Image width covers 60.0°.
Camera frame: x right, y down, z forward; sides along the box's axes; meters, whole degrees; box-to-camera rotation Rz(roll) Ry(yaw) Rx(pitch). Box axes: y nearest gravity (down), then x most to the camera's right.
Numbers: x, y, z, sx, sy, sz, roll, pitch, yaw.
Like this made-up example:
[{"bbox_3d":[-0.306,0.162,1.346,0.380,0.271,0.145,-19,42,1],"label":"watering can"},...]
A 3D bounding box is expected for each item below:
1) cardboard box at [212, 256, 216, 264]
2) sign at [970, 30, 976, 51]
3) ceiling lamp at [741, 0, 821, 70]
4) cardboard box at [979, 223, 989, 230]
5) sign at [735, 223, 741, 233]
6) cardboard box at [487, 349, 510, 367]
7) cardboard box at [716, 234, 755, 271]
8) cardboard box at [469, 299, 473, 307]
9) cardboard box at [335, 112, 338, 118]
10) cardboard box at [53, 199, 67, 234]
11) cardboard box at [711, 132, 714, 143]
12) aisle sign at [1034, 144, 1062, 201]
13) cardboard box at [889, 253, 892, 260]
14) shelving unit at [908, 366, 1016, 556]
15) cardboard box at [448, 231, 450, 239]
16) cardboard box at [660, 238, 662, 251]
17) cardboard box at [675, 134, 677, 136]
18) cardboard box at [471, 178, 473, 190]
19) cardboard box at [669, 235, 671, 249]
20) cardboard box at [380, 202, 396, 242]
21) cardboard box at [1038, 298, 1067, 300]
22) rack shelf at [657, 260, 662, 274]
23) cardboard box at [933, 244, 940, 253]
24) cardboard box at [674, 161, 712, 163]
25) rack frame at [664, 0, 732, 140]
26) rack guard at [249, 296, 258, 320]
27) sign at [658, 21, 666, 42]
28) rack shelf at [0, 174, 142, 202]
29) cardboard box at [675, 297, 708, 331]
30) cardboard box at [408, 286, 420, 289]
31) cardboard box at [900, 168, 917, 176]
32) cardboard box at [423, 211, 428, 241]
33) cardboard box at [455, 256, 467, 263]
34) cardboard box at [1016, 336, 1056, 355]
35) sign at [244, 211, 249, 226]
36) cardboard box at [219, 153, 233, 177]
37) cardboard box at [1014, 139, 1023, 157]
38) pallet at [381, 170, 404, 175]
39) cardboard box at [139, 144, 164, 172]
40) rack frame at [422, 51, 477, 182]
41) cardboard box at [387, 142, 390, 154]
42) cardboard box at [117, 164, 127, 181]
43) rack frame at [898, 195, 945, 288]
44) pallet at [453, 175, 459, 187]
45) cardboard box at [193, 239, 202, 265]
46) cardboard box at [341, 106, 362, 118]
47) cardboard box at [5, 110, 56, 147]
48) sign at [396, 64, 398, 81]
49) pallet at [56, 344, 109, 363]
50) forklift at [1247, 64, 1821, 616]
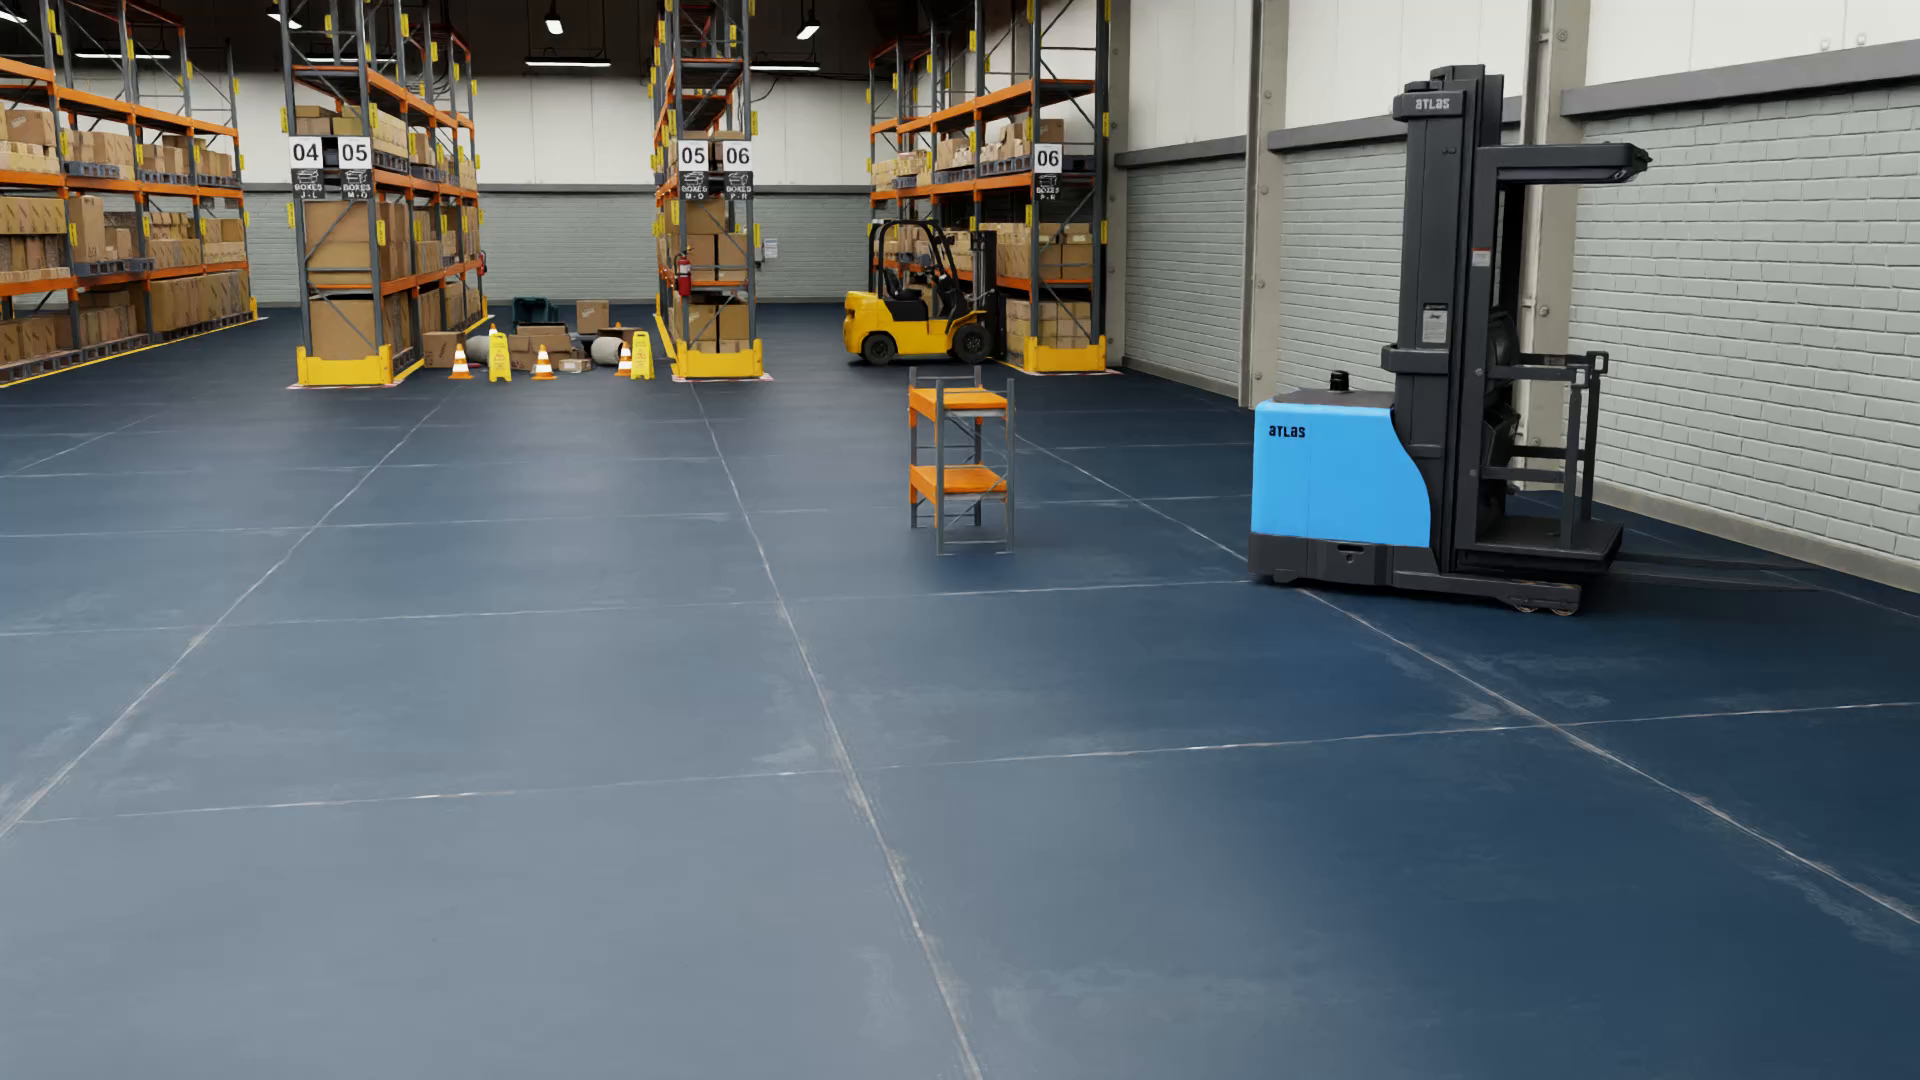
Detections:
[{"bbox_3d":[-15.236,-5.647,33.515,0.380,0.149,0.250,-2,11,-9],"label":"cardboard box"},{"bbox_3d":[0.213,-8.105,27.001,0.100,0.325,0.005,-2,11,-11],"label":"sign"},{"bbox_3d":[-4.396,-13.104,40.367,2.000,3.185,0.800,-2,11,-11],"label":"ceiling lamp"},{"bbox_3d":[0.514,-5.127,27.311,0.380,0.149,0.250,-2,11,-10],"label":"cardboard box"},{"bbox_3d":[-3.594,-4.947,26.850,0.100,0.325,0.005,-2,11,-11],"label":"sign"},{"bbox_3d":[-6.820,-2.711,24.728,0.396,0.266,0.258,0,11,-1],"label":"cardboard box"},{"bbox_3d":[-3.167,-4.059,23.438,0.500,0.500,0.500,-2,11,-12],"label":"cardboard box"},{"bbox_3d":[-10.560,-5.035,35.336,0.380,0.149,0.250,-2,11,-11],"label":"cardboard box"},{"bbox_3d":[-8.828,-5.848,23.028,0.380,0.149,0.250,-2,11,-12],"label":"cardboard box"},{"bbox_3d":[-13.488,-4.754,24.415,0.500,0.500,0.500,-2,11,-11],"label":"cardboard box"},{"bbox_3d":[-3.281,-5.627,23.256,0.380,0.149,0.250,-2,11,-11],"label":"cardboard box"},{"bbox_3d":[1.246,-5.203,23.555,0.394,0.787,0.004,-2,11,-11],"label":"aisle sign"},{"bbox_3d":[-1.370,-6.264,36.755,0.380,0.149,0.250,-2,11,-12],"label":"cardboard box"},{"bbox_3d":[-0.001,-0.554,11.098,0.538,1.125,1.048,-2,11,-11],"label":"shelving unit"},{"bbox_3d":[-10.050,-5.888,32.067,0.380,0.149,0.250,-2,11,-13],"label":"cardboard box"},{"bbox_3d":[-5.872,-6.049,34.019,0.500,0.250,0.500,-2,11,-13],"label":"cardboard box"},{"bbox_3d":[-4.363,-6.454,27.002,0.500,0.250,0.500,-2,11,-10],"label":"cardboard box"},{"bbox_3d":[-10.757,-7.644,35.716,0.500,0.250,0.500,-2,11,-9],"label":"cardboard box"},{"bbox_3d":[-4.735,-5.260,28.626,0.500,0.500,0.500,-3,11,-13],"label":"cardboard box"},{"bbox_3d":[-8.390,-4.447,23.251,0.875,0.550,0.550,-2,11,-11],"label":"cardboard box"},{"bbox_3d":[1.426,-3.574,25.506,0.500,0.250,0.500,-2,11,-11],"label":"cardboard box"},{"bbox_3d":[-6.070,-5.981,36.524,1.077,0.370,4.000,-2,11,-11],"label":"rack shelf"},{"bbox_3d":[-0.213,-5.496,31.115,0.500,0.250,0.500,-2,11,-11],"label":"cardboard box"},{"bbox_3d":[-3.794,-5.490,23.601,0.500,0.250,0.500,-2,11,-12],"label":"cardboard box"},{"bbox_3d":[-4.125,-7.448,26.259,1.000,3.000,0.127,-2,11,-11],"label":"rack frame"},{"bbox_3d":[-16.184,-5.118,36.747,1.175,0.500,0.348,-2,11,-11],"label":"rack guard"},{"bbox_3d":[-4.668,-7.963,26.046,0.100,0.325,0.005,-2,11,-11],"label":"sign"},{"bbox_3d":[-14.235,-5.627,26.641,1.077,0.370,4.000,-2,11,-11],"label":"rack shelf"},{"bbox_3d":[-4.159,-3.509,25.834,0.500,0.500,0.500,-2,11,-9],"label":"cardboard box"},{"bbox_3d":[-10.129,-4.498,30.365,0.500,0.250,0.500,-2,11,-12],"label":"cardboard box"},{"bbox_3d":[-1.018,-7.544,34.070,0.380,0.149,0.250,-2,11,-10],"label":"cardboard box"},{"bbox_3d":[-9.562,-5.401,28.607,0.700,0.500,0.500,-2,11,-12],"label":"cardboard box"},{"bbox_3d":[-10.251,-5.710,33.845,0.380,0.149,0.250,-2,11,-9],"label":"cardboard box"},{"bbox_3d":[1.120,-2.878,24.528,0.500,0.250,0.500,-2,11,-11],"label":"cardboard box"},{"bbox_3d":[-15.645,-7.044,36.450,0.100,0.325,0.005,-2,11,-11],"label":"sign"},{"bbox_3d":[-16.026,-8.026,35.661,0.700,0.500,0.500,-3,11,-14],"label":"cardboard box"},{"bbox_3d":[1.013,-5.799,24.586,0.396,0.266,0.258,-2,11,-11],"label":"cardboard box"},{"bbox_3d":[-9.188,-5.848,26.389,0.805,0.209,1.217,-3,11,-13],"label":"pallet"},{"bbox_3d":[-15.042,-6.978,30.416,0.797,0.503,0.637,-2,11,-12],"label":"cardboard box"},{"bbox_3d":[-11.295,-9.450,36.780,1.000,3.000,0.127,-2,11,-11],"label":"rack frame"},{"bbox_3d":[-8.181,-5.480,23.225,0.380,0.149,0.250,-2,11,-11],"label":"cardboard box"},{"bbox_3d":[-14.181,-6.105,27.628,0.500,0.250,0.500,-2,11,-11],"label":"cardboard box"},{"bbox_3d":[-0.813,-6.149,35.481,1.000,3.000,0.127,-2,11,-11],"label":"rack frame"},{"bbox_3d":[-10.501,-7.034,32.608,1.213,0.211,1.003,-2,11,-11],"label":"pallet"},{"bbox_3d":[-15.043,-5.581,32.228,0.500,0.500,0.500,-2,11,-11],"label":"cardboard box"},{"bbox_3d":[-7.936,-5.639,21.925,0.380,0.149,0.250,-2,11,-10],"label":"cardboard box"},{"bbox_3d":[-13.508,-5.981,24.178,0.500,0.500,0.500,-2,11,-13],"label":"cardboard box"},{"bbox_3d":[-11.053,-9.198,32.744,0.100,0.325,0.005,-2,11,-11],"label":"sign"},{"bbox_3d":[-13.999,-2.913,25.938,1.003,0.211,1.213,-2,11,-11],"label":"pallet"},{"bbox_3d":[3.259,-1.141,9.351,3.031,2.935,1.130,5,12,26],"label":"forklift"}]
